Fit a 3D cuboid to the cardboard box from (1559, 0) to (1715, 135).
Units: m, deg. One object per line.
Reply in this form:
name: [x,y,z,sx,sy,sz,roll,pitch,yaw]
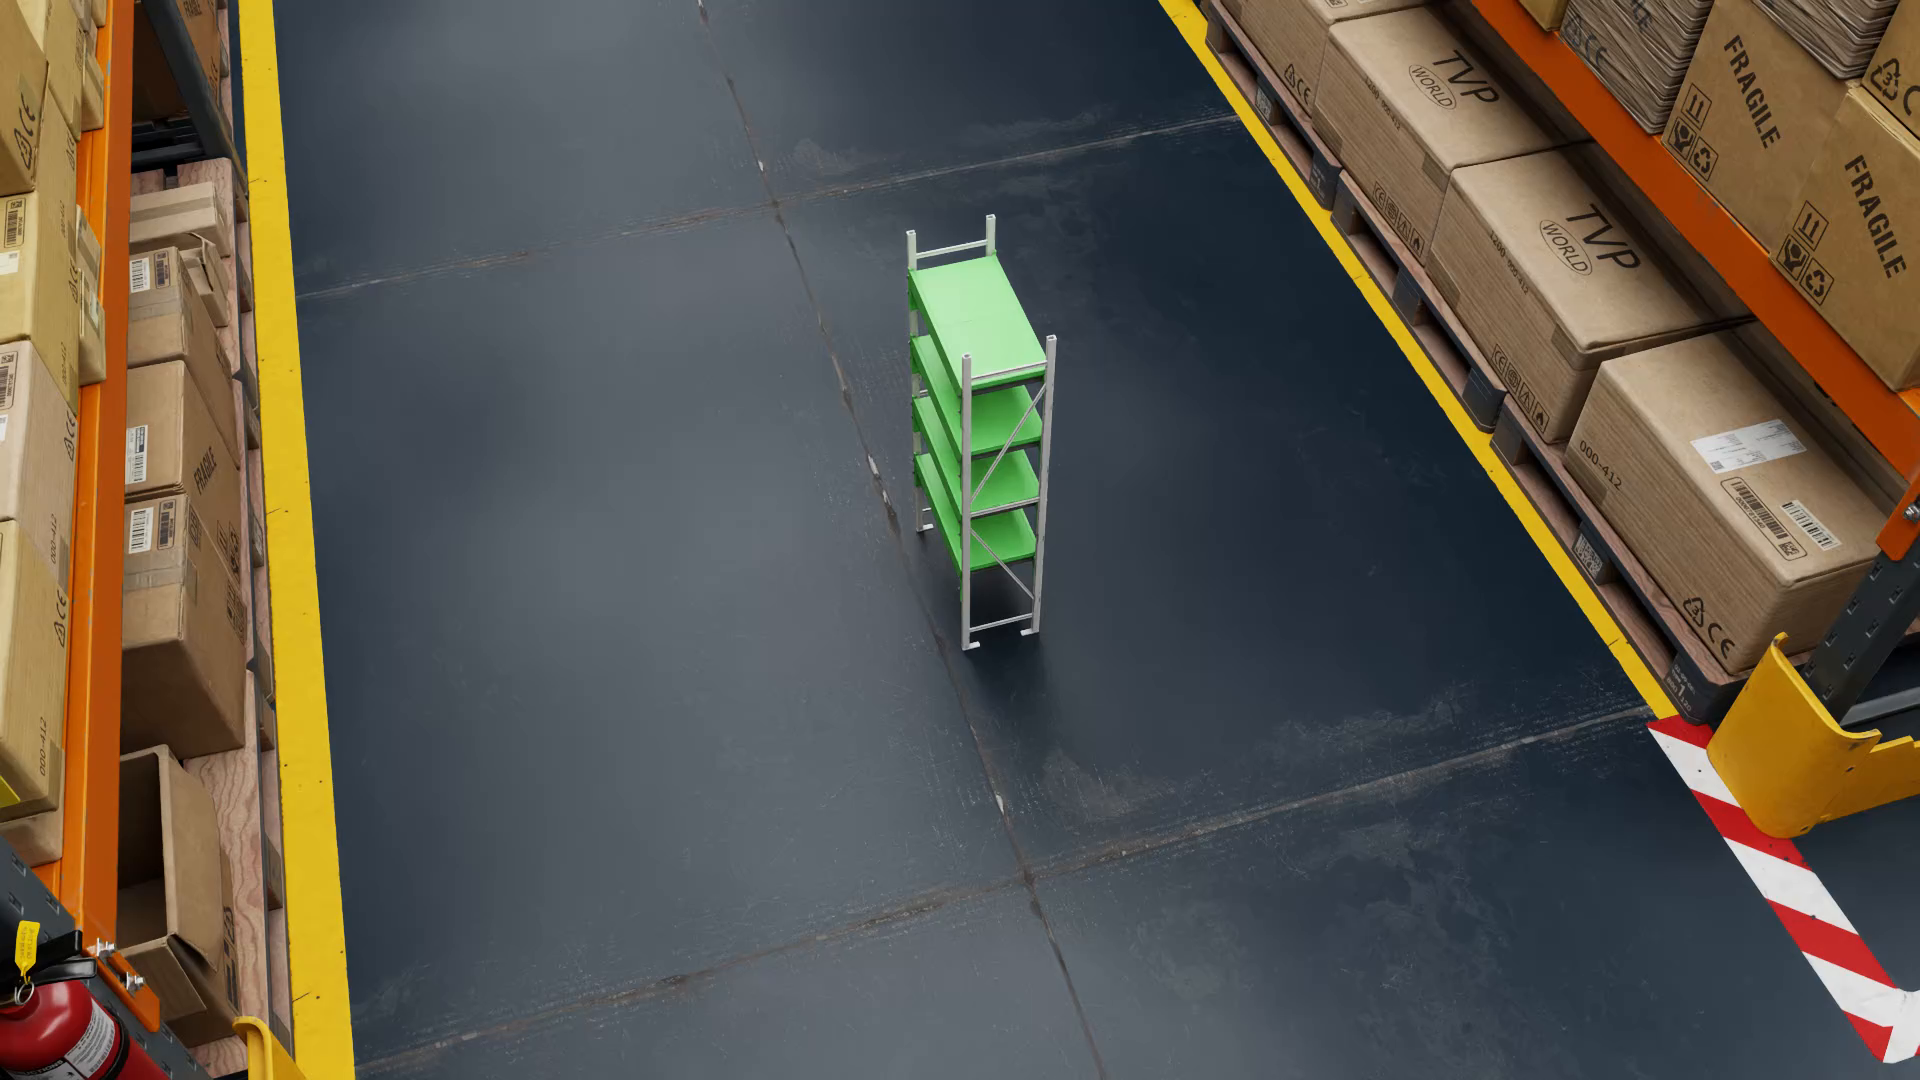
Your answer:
cardboard box: [2.020,-1.477,4.468,0.500,0.500,0.500,-12,51,-10]

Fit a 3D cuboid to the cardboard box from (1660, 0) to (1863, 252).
cardboard box: [2.182,-1.104,4.153,0.500,0.500,0.500,-14,51,-12]

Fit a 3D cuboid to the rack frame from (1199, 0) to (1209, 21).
rack frame: [1.528,-3.331,6.096,1.000,3.000,0.127,-13,51,-11]

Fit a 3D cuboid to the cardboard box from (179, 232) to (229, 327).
cardboard box: [-2.661,-0.858,5.525,0.396,0.266,0.258,-12,51,-10]

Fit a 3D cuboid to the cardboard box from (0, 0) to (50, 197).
cardboard box: [-2.350,-1.061,3.596,0.500,0.500,0.500,-12,51,-10]

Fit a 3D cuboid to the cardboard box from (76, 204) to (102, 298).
cardboard box: [-2.295,-0.645,3.996,0.380,0.149,0.250,-12,51,-10]

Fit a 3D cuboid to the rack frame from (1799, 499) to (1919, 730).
rack frame: [2.711,-0.409,3.633,1.000,3.000,0.127,-13,51,-11]

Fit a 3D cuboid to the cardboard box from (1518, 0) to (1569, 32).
cardboard box: [1.855,-1.851,4.783,0.500,0.500,0.500,-12,51,-10]

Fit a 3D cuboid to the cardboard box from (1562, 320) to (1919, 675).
cardboard box: [2.420,-0.178,4.839,0.875,0.438,0.875,-15,51,-12]

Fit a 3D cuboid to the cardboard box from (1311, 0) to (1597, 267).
cardboard box: [1.877,-1.504,5.957,0.875,0.438,0.875,-15,51,-12]

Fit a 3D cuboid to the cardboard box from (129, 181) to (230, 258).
cardboard box: [-2.767,-1.081,5.790,0.380,0.149,0.250,-15,51,-12]

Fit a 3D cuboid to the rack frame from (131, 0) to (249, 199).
rack frame: [-3.212,-2.206,5.147,1.000,3.000,0.127,-13,51,-11]

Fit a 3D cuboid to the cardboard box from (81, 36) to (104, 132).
cardboard box: [-2.525,-1.201,4.465,0.380,0.149,0.250,-14,51,-12]

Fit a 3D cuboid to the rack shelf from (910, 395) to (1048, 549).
rack shelf: [0.049,-0.225,4.738,0.258,0.148,0.480,-13,51,-11]

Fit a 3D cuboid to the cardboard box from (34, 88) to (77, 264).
cardboard box: [-2.380,-0.830,3.892,0.500,0.250,0.500,-15,51,-12]

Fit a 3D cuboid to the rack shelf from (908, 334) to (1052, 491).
rack shelf: [0.049,-0.379,4.555,0.258,0.148,0.480,-13,51,-11]

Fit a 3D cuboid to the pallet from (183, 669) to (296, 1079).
pallet: [-2.289,0.977,4.288,1.003,0.211,1.213,-13,51,-11]

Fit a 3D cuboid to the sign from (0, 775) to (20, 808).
sign: [-1.511,0.314,2.457,0.100,0.325,0.005,-13,51,-11]

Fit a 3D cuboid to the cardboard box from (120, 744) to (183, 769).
cardboard box: [-2.208,0.712,4.278,0.380,0.149,0.250,-15,52,-12]

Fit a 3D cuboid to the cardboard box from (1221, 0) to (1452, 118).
cardboard box: [1.611,-2.157,6.508,0.875,0.438,0.875,-14,51,-12]

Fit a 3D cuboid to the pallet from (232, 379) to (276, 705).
pallet: [-2.646,0.088,5.038,1.003,0.211,1.213,-13,51,-11]

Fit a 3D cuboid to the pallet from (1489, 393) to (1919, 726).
pallet: [2.400,-0.077,5.177,1.003,0.211,1.213,-13,51,-11]

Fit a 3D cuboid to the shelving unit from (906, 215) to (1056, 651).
shelving unit: [0.049,-0.266,4.689,0.258,1.200,0.503,-13,51,-11]

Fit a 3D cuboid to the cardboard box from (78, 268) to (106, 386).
cardboard box: [-2.198,-0.457,3.838,0.380,0.149,0.250,-15,51,-12]

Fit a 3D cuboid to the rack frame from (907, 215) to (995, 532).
rack frame: [-0.023,-0.444,4.840,0.240,1.200,0.015,-13,51,-11]

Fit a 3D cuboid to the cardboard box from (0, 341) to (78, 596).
cardboard box: [-2.055,-0.092,3.269,0.500,0.250,0.500,-13,51,-11]

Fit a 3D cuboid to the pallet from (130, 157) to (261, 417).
pallet: [-3.010,-0.805,5.791,1.003,0.211,1.213,-13,51,-11]

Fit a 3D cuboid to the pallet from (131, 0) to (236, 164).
pallet: [-3.489,-1.892,6.707,1.003,0.211,1.213,-13,51,-11]

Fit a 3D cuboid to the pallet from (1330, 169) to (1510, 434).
pallet: [2.043,-0.966,5.926,1.003,0.211,1.213,-13,51,-11]

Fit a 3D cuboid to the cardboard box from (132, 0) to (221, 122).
cardboard box: [-3.140,-1.939,6.283,0.500,0.500,0.500,-11,51,-9]

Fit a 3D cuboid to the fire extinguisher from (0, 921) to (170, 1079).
fire extinguisher: [-1.544,0.864,2.854,0.296,0.674,0.183,-13,51,-11]

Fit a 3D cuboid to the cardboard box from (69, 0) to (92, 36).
cardboard box: [-2.666,-1.574,4.518,0.500,0.250,0.500,-13,51,-11]

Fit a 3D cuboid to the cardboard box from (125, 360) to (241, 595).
cardboard box: [-2.396,-0.124,4.753,0.500,0.500,0.500,-12,51,-10]

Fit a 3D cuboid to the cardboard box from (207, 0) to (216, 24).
cardboard box: [-3.307,-2.326,6.609,0.500,0.500,0.500,-14,51,-11]

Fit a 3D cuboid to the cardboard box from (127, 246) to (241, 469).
cardboard box: [-2.642,-0.473,5.047,0.700,0.500,0.500,-15,52,-12]

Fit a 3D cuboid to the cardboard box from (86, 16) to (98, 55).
cardboard box: [-2.627,-1.381,4.617,0.380,0.149,0.250,-12,51,-10]

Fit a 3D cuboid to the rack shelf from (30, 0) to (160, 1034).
rack shelf: [-2.621,-0.513,4.191,1.077,0.370,4.000,-13,51,-11]

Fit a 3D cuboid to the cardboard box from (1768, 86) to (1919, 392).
cardboard box: [2.316,-0.734,3.841,0.500,0.500,0.500,-13,51,-11]

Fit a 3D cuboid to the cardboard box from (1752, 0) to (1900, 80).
cardboard box: [2.159,-1.437,3.780,0.500,0.500,0.500,-13,51,-11]

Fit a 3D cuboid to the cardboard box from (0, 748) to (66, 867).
cardboard box: [-1.864,0.495,3.035,0.380,0.149,0.250,-14,51,-11]

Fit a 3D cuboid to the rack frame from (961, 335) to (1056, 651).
rack frame: [0.121,-0.088,4.539,0.240,1.200,0.015,-13,51,-11]

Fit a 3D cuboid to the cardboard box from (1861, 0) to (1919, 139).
cardboard box: [2.341,-1.062,3.464,0.500,0.500,0.500,-12,51,-10]

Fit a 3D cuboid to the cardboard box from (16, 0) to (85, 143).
cardboard box: [-2.531,-1.206,4.209,0.500,0.250,0.500,-14,51,-11]

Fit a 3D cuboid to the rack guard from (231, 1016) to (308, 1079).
rack guard: [-2.052,1.466,3.687,1.175,0.500,0.348,-13,51,-11]

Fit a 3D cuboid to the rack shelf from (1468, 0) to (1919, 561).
rack shelf: [2.120,-1.638,5.139,1.077,0.370,4.000,-13,51,-11]

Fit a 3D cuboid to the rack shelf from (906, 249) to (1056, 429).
rack shelf: [0.049,-0.534,4.371,0.258,0.148,0.480,-13,51,-11]

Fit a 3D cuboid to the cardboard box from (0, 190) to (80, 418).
cardboard box: [-2.209,-0.462,3.581,0.500,0.250,0.500,-14,51,-12]

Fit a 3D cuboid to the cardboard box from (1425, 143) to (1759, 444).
cardboard box: [2.142,-0.845,5.401,0.875,0.438,0.875,-12,51,-10]

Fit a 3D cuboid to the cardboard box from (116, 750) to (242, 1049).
cardboard box: [-2.120,0.917,3.873,0.797,0.503,0.637,-15,52,-12]

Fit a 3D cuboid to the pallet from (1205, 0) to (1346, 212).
pallet: [1.678,-1.859,6.679,1.003,0.211,1.213,-13,51,-11]

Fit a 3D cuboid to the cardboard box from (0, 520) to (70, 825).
cardboard box: [-1.906,0.276,2.959,0.500,0.250,0.500,-13,51,-11]

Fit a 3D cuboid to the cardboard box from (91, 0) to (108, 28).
cardboard box: [-2.679,-1.579,4.784,0.380,0.149,0.250,-12,51,-10]

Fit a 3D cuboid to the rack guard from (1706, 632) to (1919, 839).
rack guard: [2.718,0.414,4.574,1.175,0.500,0.348,-13,51,-11]

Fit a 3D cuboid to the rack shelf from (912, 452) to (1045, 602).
rack shelf: [0.049,-0.070,4.922,0.258,0.148,0.480,-13,51,-11]

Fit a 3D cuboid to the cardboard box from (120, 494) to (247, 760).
cardboard box: [-2.335,0.285,4.408,0.700,0.500,0.500,-11,51,-9]
